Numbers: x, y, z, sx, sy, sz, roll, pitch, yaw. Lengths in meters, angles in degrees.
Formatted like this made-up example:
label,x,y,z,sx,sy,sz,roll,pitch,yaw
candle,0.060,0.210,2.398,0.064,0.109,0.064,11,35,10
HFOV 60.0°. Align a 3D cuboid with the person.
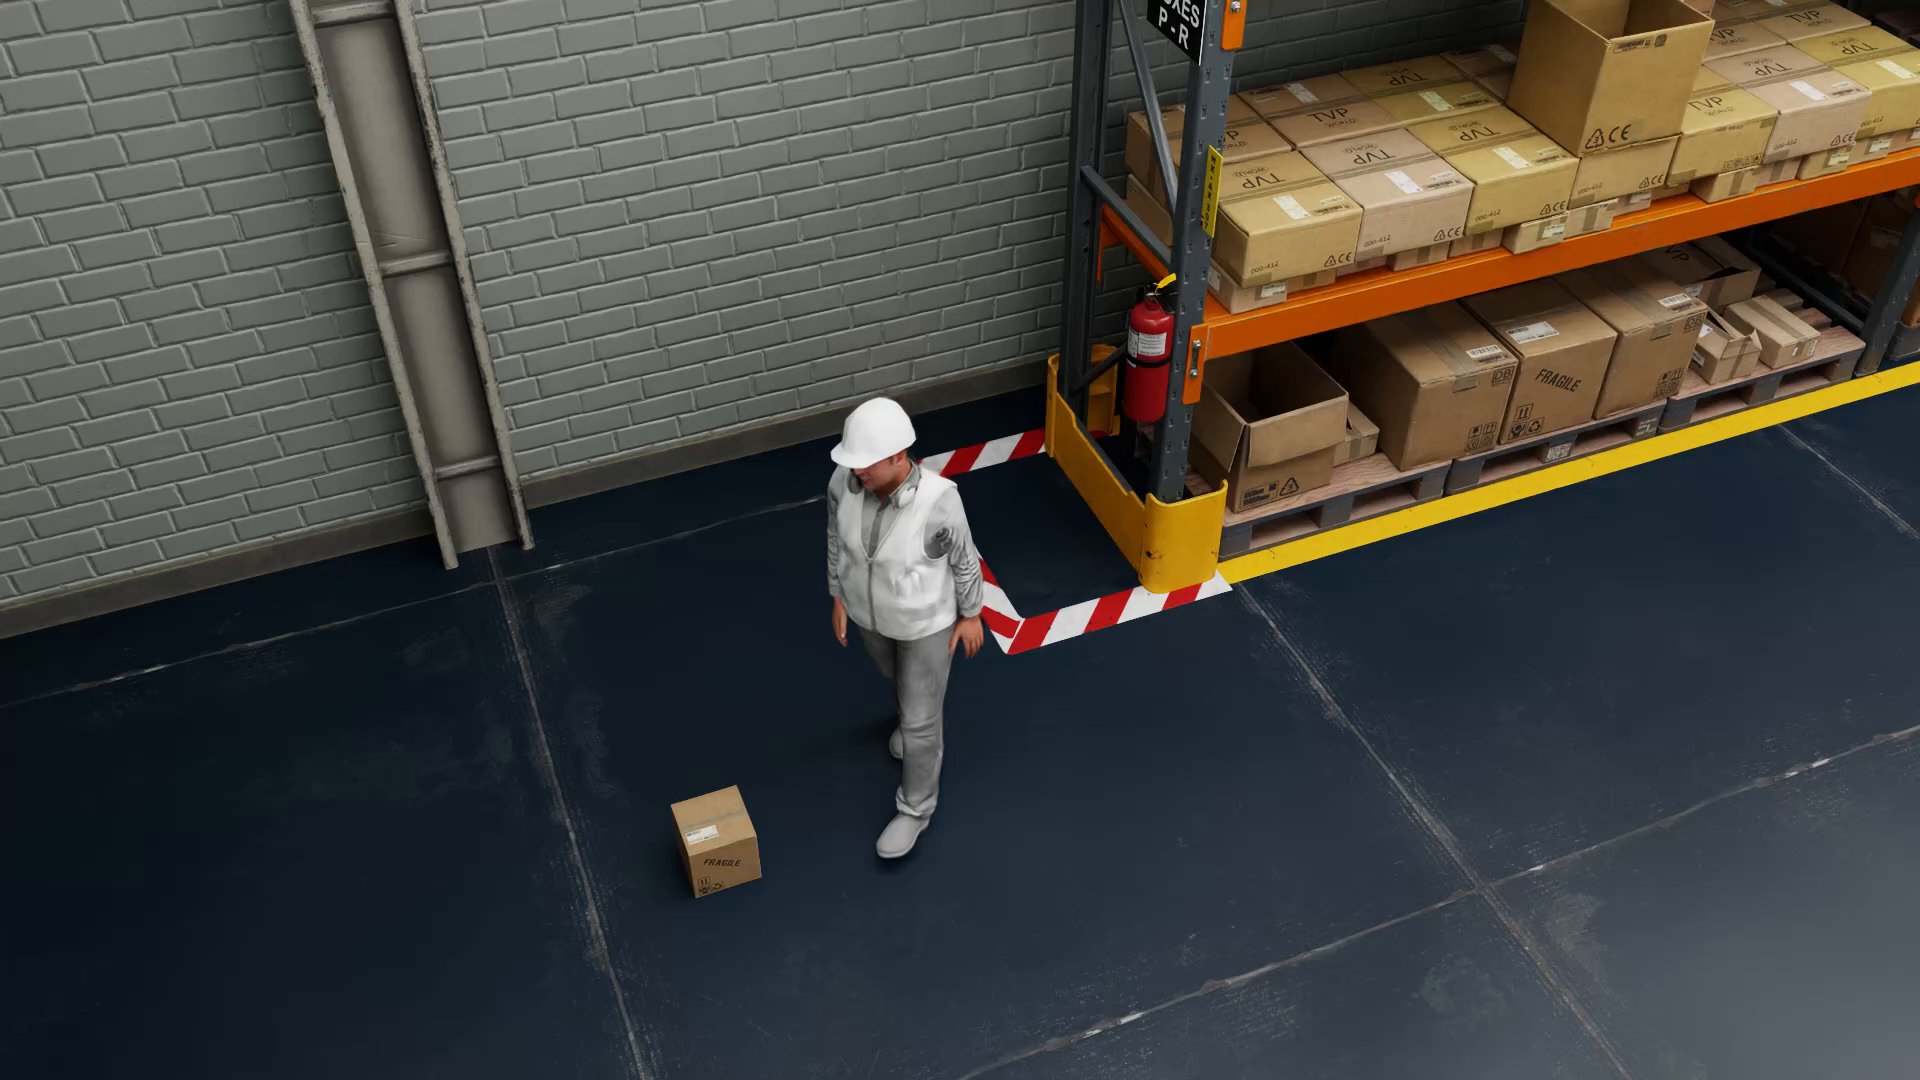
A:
label,x,y,z,sx,sy,sz,roll,pitch,yaw
person,-0.237,0.268,5.822,0.567,1.749,0.788,21,46,22
